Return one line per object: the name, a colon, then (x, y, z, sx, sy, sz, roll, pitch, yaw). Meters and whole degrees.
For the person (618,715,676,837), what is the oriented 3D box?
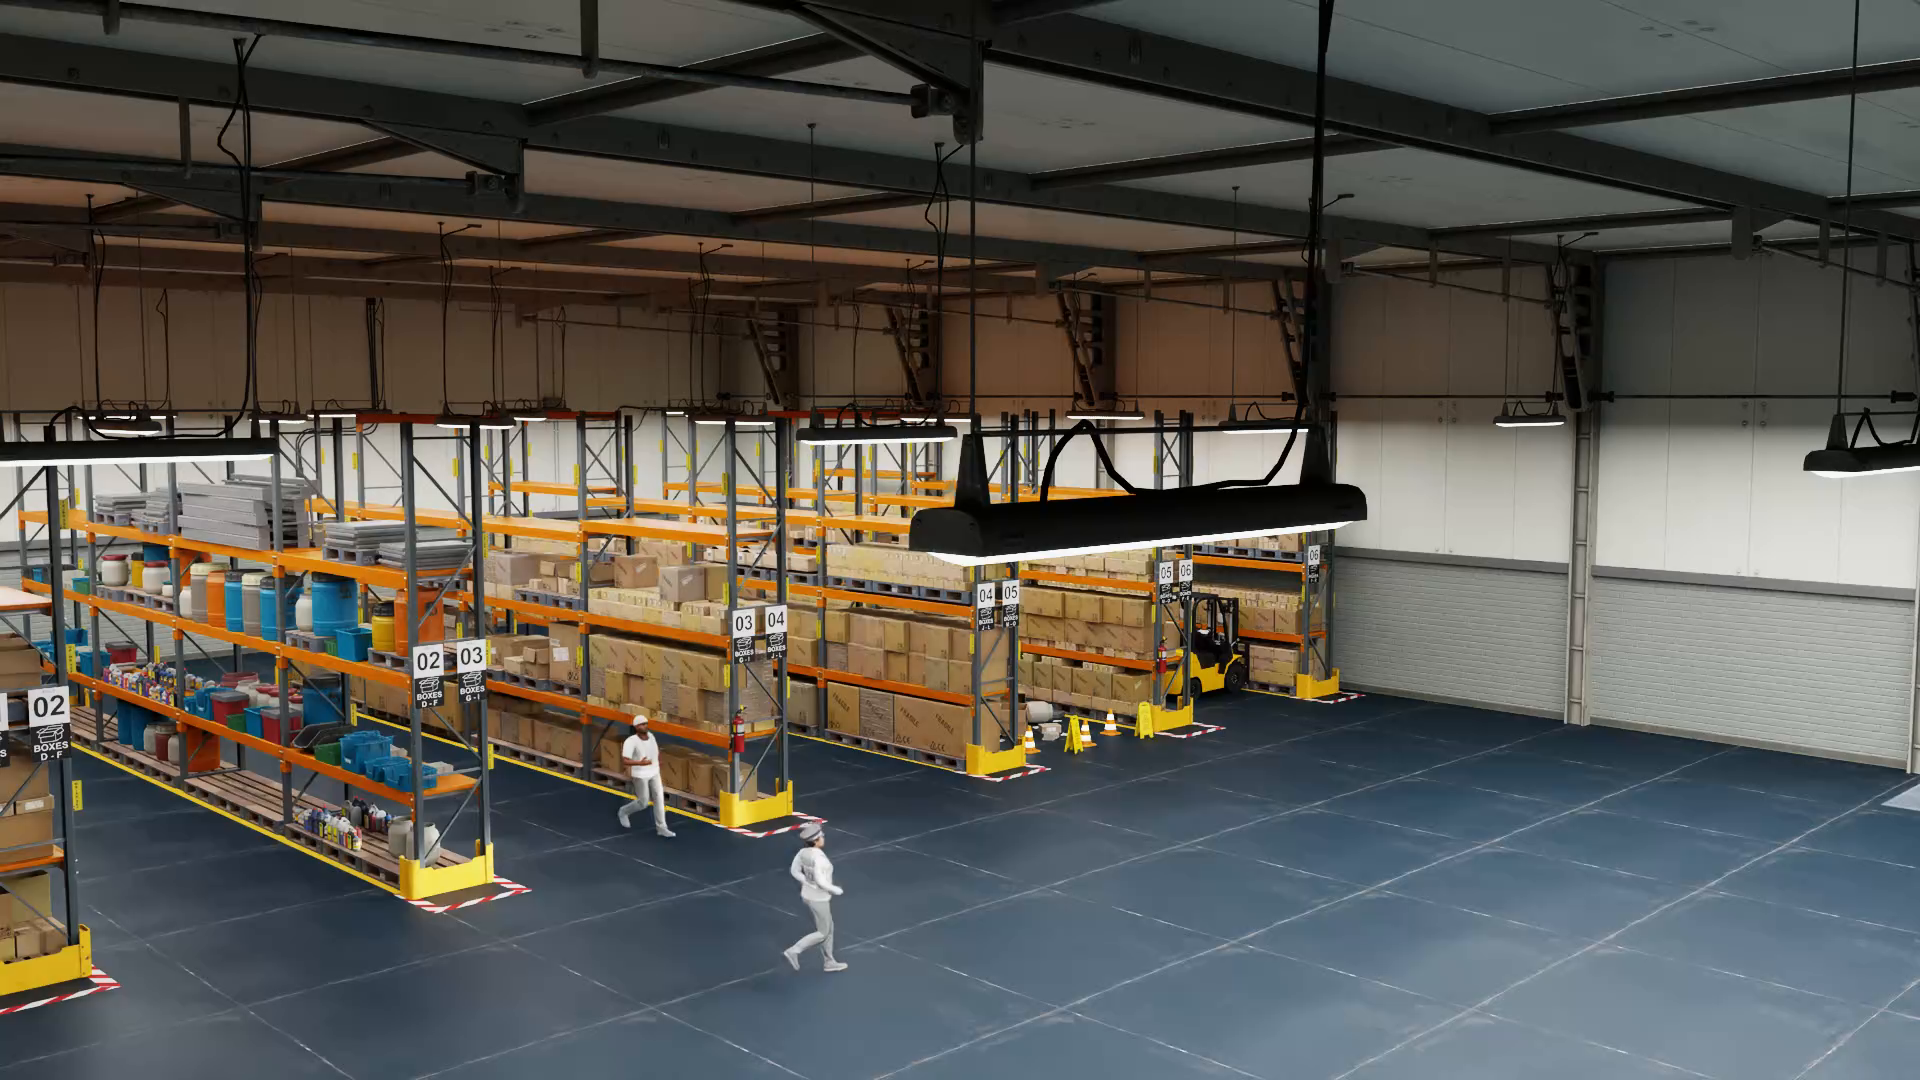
person: (-4.486, 3.383, 23.947, 0.992, 1.713, 0.715, 4, 6, 40)

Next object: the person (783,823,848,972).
person: (-1.596, 3.915, 18.119, 0.787, 1.665, 0.626, -3, 6, -31)
